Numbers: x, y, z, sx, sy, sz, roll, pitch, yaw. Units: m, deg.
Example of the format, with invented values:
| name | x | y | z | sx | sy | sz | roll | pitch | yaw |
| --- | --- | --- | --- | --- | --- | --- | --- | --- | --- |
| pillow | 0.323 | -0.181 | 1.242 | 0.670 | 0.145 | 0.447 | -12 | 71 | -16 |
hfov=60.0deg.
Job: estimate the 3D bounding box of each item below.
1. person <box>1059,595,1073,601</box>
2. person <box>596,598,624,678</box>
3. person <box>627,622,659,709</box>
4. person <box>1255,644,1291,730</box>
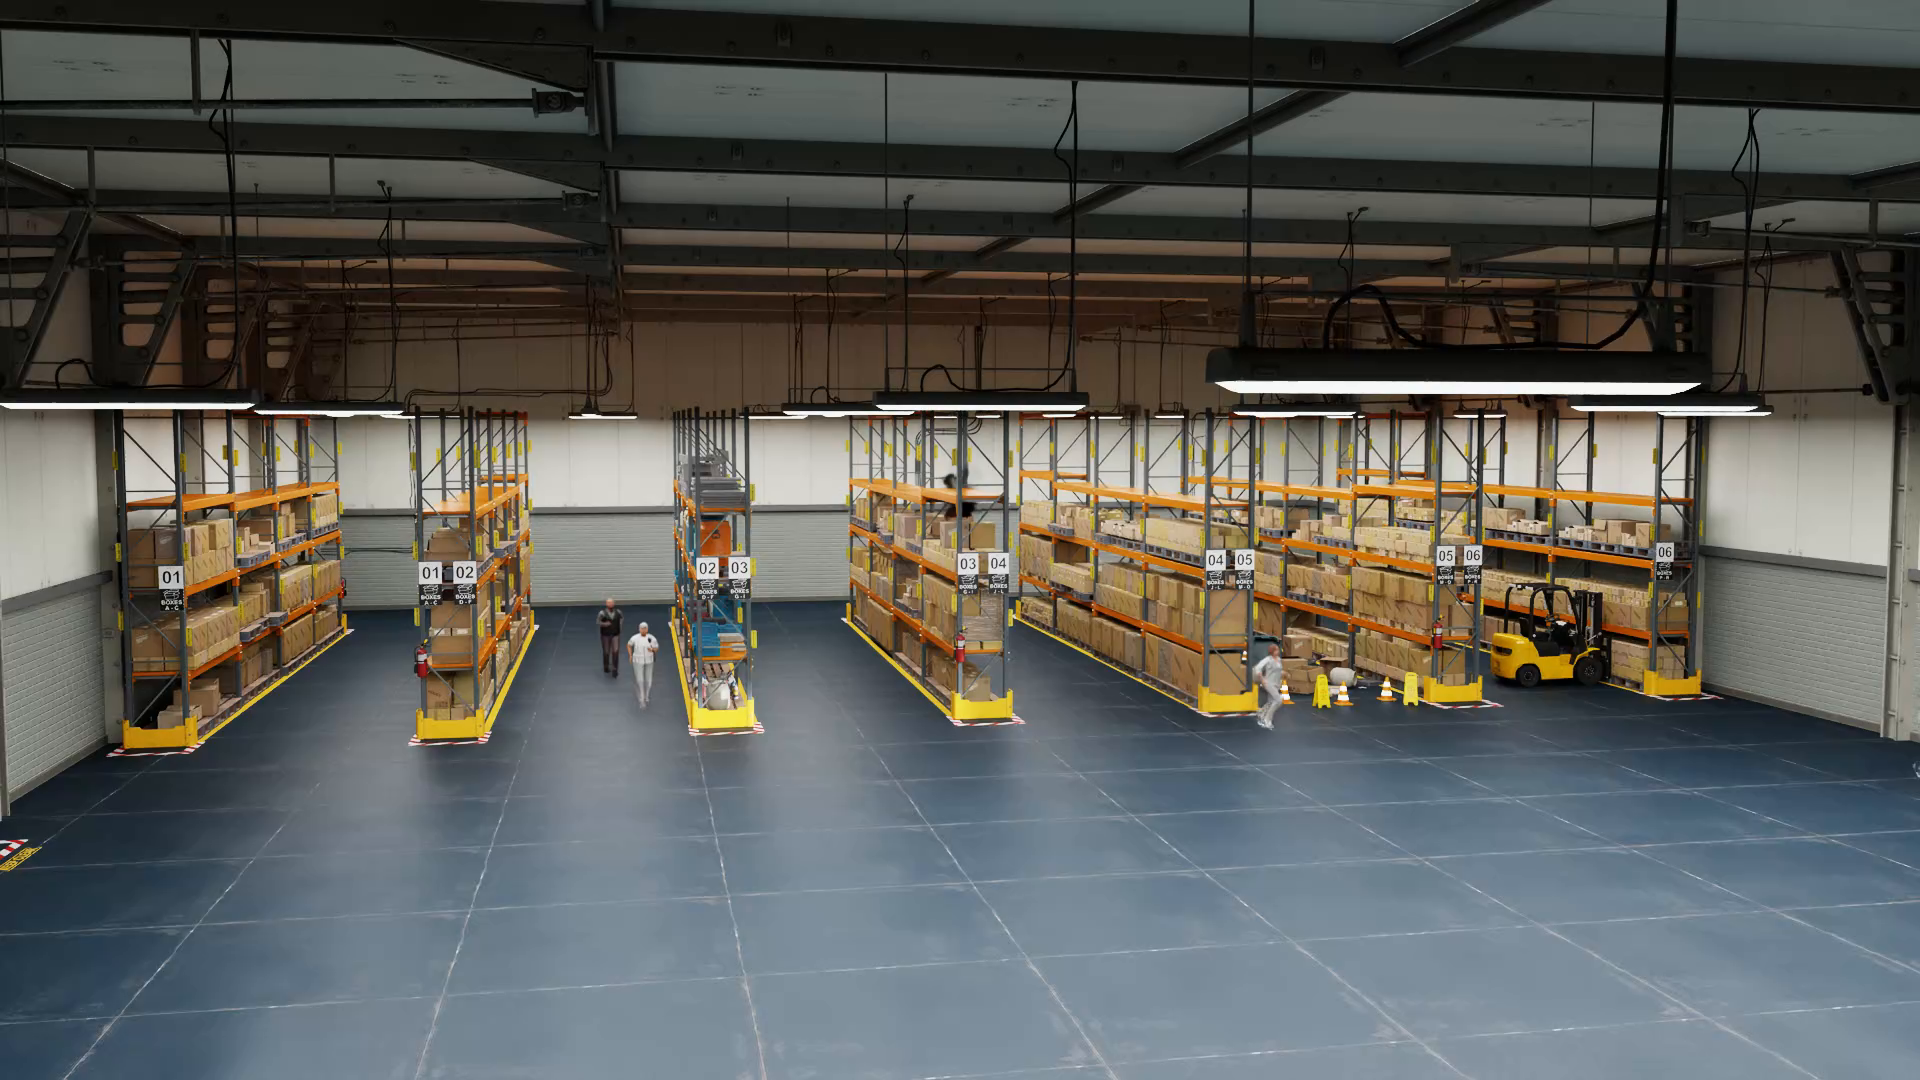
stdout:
| name | x | y | z | sx | sy | sz | roll | pitch | yaw |
| --- | --- | --- | --- | --- | --- | --- | --- | --- | --- |
| person | 3.193 | 1.345 | 49.536 | 0.780 | 1.712 | 0.568 | -4 | 5 | -41 |
| person | -7.863 | 2.185 | 37.420 | 0.654 | 1.755 | 0.801 | -1 | 4 | -20 |
| person | -6.365 | 2.498 | 33.470 | 0.594 | 1.689 | 0.888 | -2 | 4 | -20 |
| person | 5.829 | 2.727 | 30.965 | 0.658 | 1.592 | 0.534 | 3 | 5 | 40 |
